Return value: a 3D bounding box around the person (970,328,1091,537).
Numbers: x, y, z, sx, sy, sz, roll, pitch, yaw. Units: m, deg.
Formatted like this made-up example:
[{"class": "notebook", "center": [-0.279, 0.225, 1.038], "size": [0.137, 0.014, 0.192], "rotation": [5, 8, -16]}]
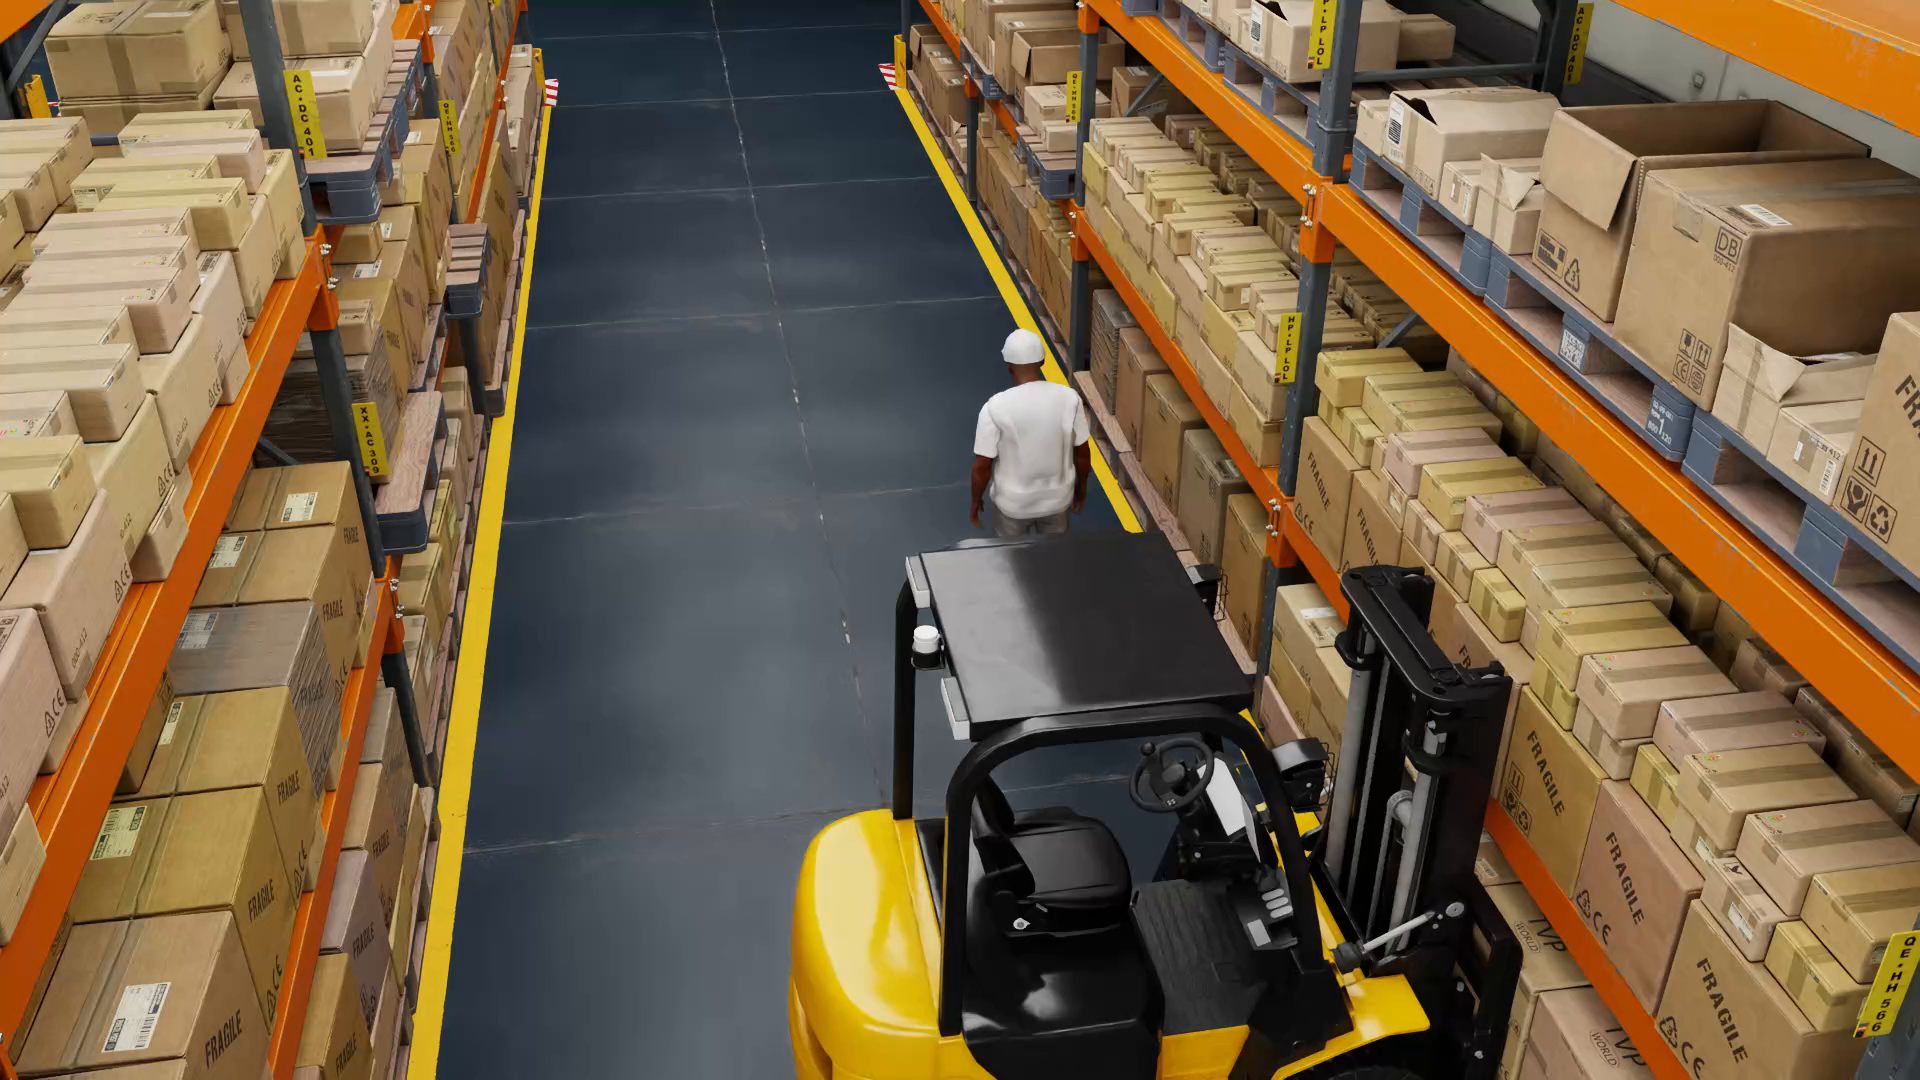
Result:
[{"class": "person", "center": [0.355, -0.240, 8.528], "size": [0.635, 1.759, 0.455], "rotation": [-7, 31, -12]}]
